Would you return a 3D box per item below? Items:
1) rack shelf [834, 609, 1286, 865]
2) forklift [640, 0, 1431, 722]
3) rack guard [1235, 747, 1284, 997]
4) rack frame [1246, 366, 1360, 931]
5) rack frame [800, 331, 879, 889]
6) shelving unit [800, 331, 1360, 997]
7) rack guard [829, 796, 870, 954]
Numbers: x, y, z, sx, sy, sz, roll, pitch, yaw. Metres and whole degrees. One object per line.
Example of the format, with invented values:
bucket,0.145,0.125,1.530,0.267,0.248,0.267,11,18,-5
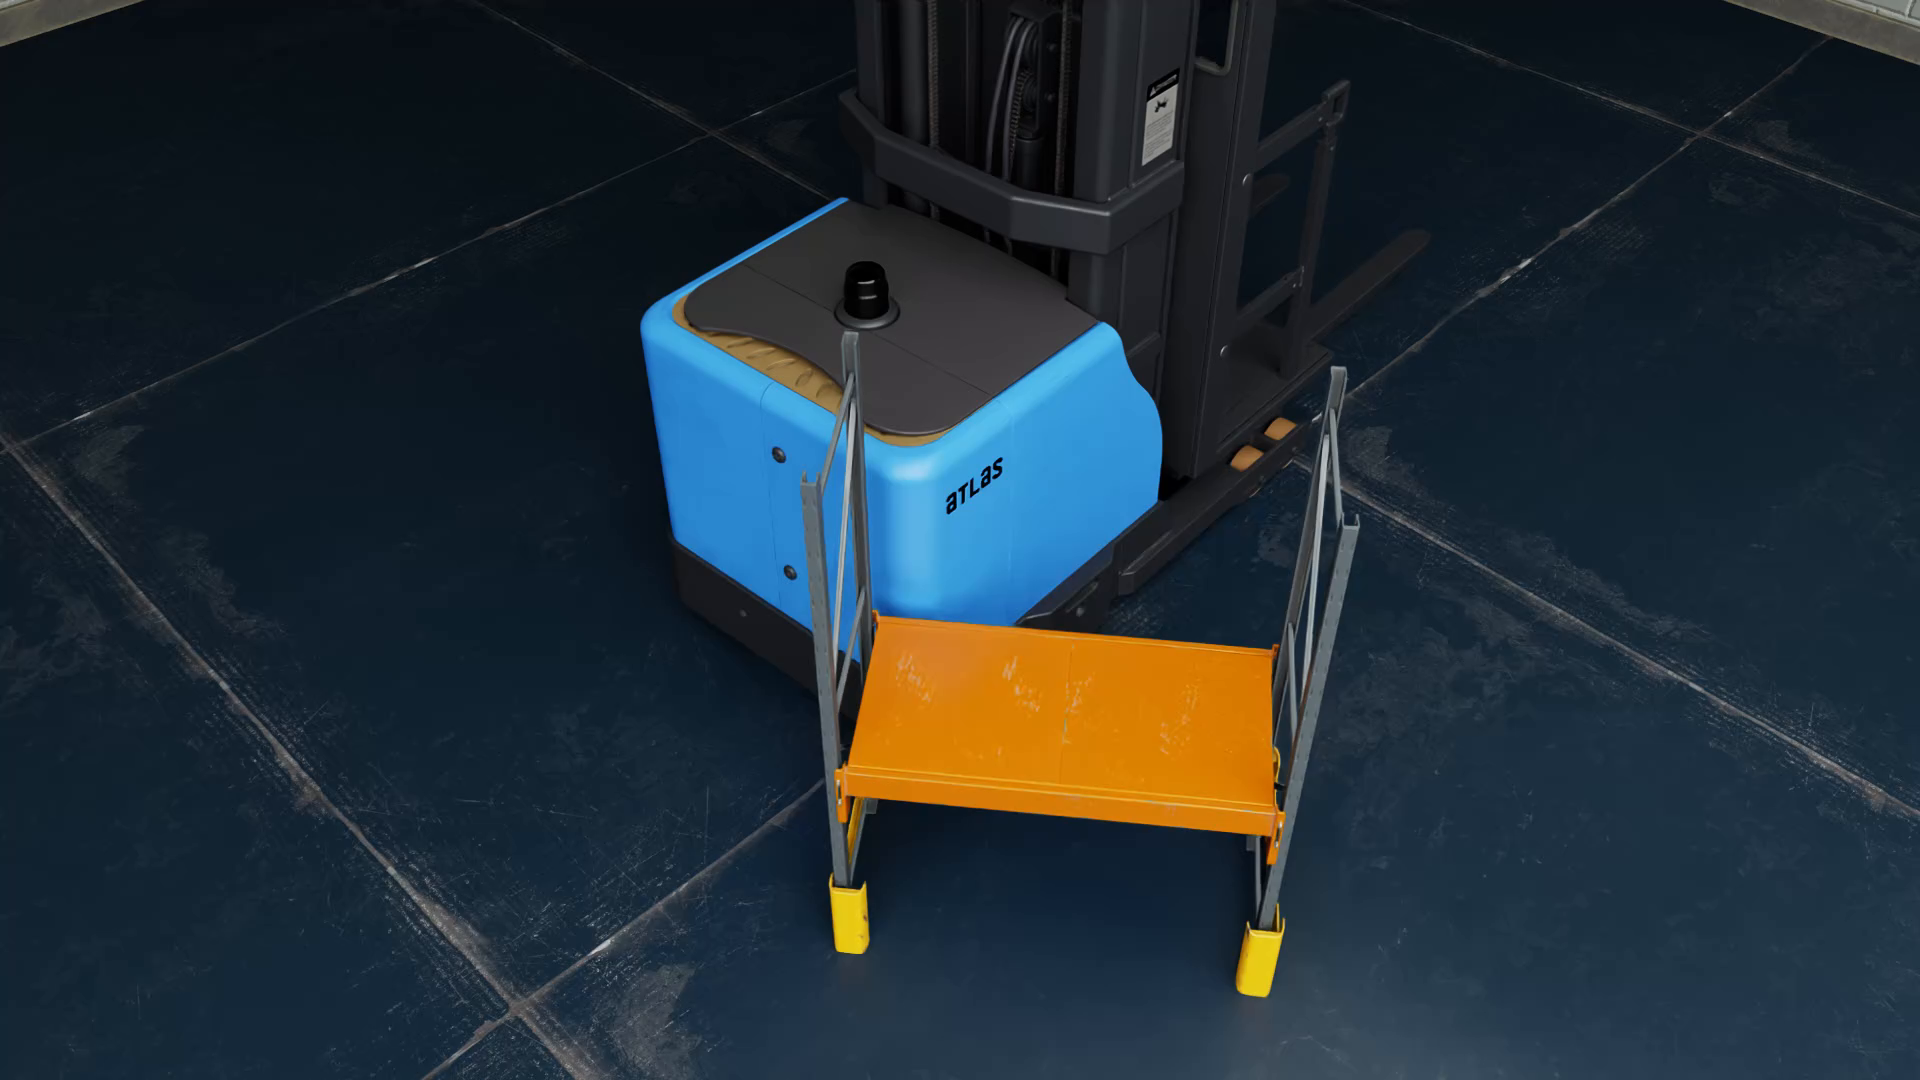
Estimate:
rack shelf,0.246,0.452,3.921,1.000,0.185,0.538,5,43,5
forklift,0.497,-1.419,4.626,1.130,2.935,3.031,31,51,29
rack guard,0.749,0.820,4.179,0.087,0.250,0.587,5,43,5
rack frame,0.750,0.361,3.754,0.032,1.500,0.500,5,43,5
rack frame,-0.259,0.278,3.844,0.032,1.500,0.500,5,43,5
shelving unit,0.255,0.320,3.798,1.083,1.500,0.587,5,43,5
rack guard,-0.240,0.739,4.266,0.087,0.250,0.587,5,43,5
